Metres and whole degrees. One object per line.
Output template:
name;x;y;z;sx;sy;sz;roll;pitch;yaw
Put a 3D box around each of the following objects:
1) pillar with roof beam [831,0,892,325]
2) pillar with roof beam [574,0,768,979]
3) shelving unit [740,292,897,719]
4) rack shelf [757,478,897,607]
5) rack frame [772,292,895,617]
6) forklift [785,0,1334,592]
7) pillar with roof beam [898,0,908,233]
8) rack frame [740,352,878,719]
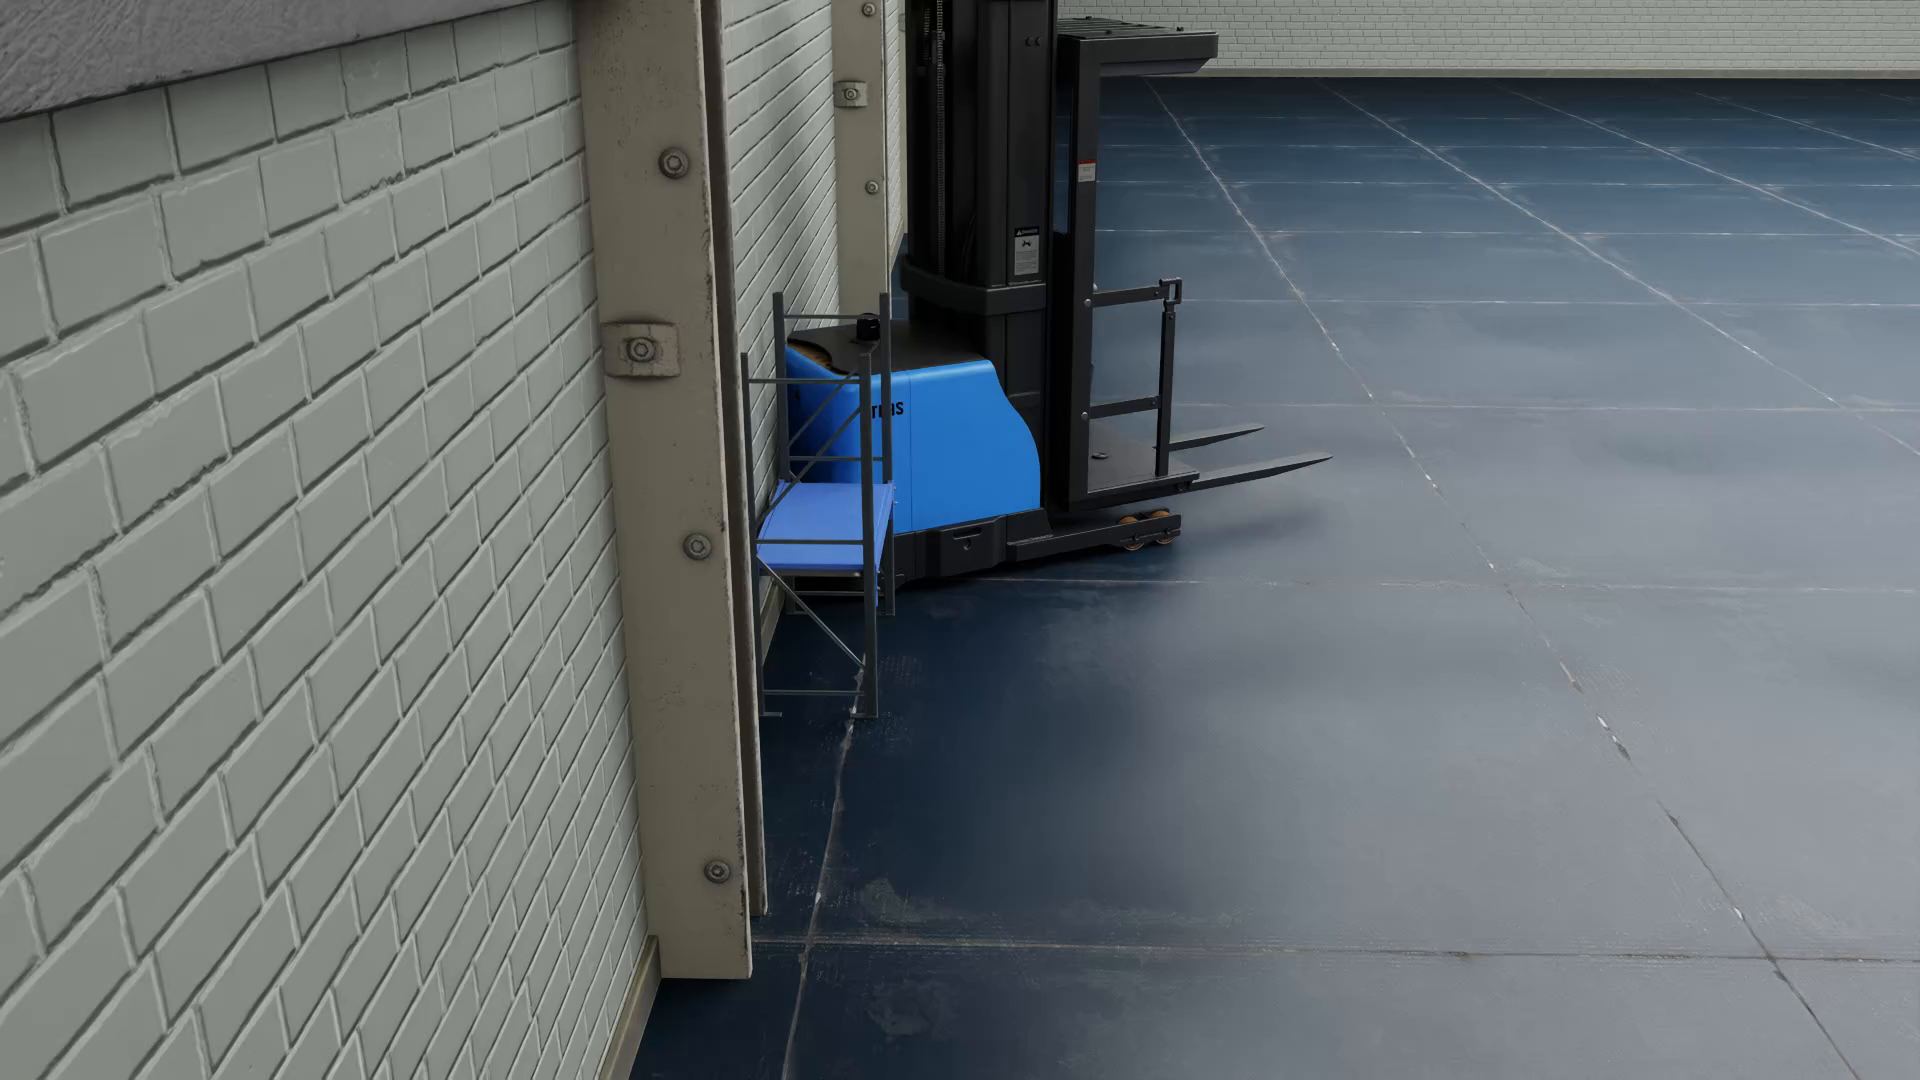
pillar with roof beam;3.696;-5.051;9.106;9.100;9.000;0.400;1;21;2
pillar with roof beam;3.513;-2.881;3.515;9.100;9.000;0.400;1;21;2
shelving unit;-0.566;-0.173;6.901;0.538;1.500;1.048;1;21;2
rack shelf;-0.566;-0.005;6.967;0.538;0.185;1.000;1;21;2
rack frame;-0.551;-0.357;7.375;0.500;1.500;0.032;1;21;2
forklift;0.551;-1.471;8.268;3.031;2.935;1.130;-11;24;-26
pillar with roof beam;3.878;-7.220;14.697;9.100;9.000;0.400;1;21;2
rack frame;-0.581;0.011;6.428;0.500;1.500;0.032;1;21;2
